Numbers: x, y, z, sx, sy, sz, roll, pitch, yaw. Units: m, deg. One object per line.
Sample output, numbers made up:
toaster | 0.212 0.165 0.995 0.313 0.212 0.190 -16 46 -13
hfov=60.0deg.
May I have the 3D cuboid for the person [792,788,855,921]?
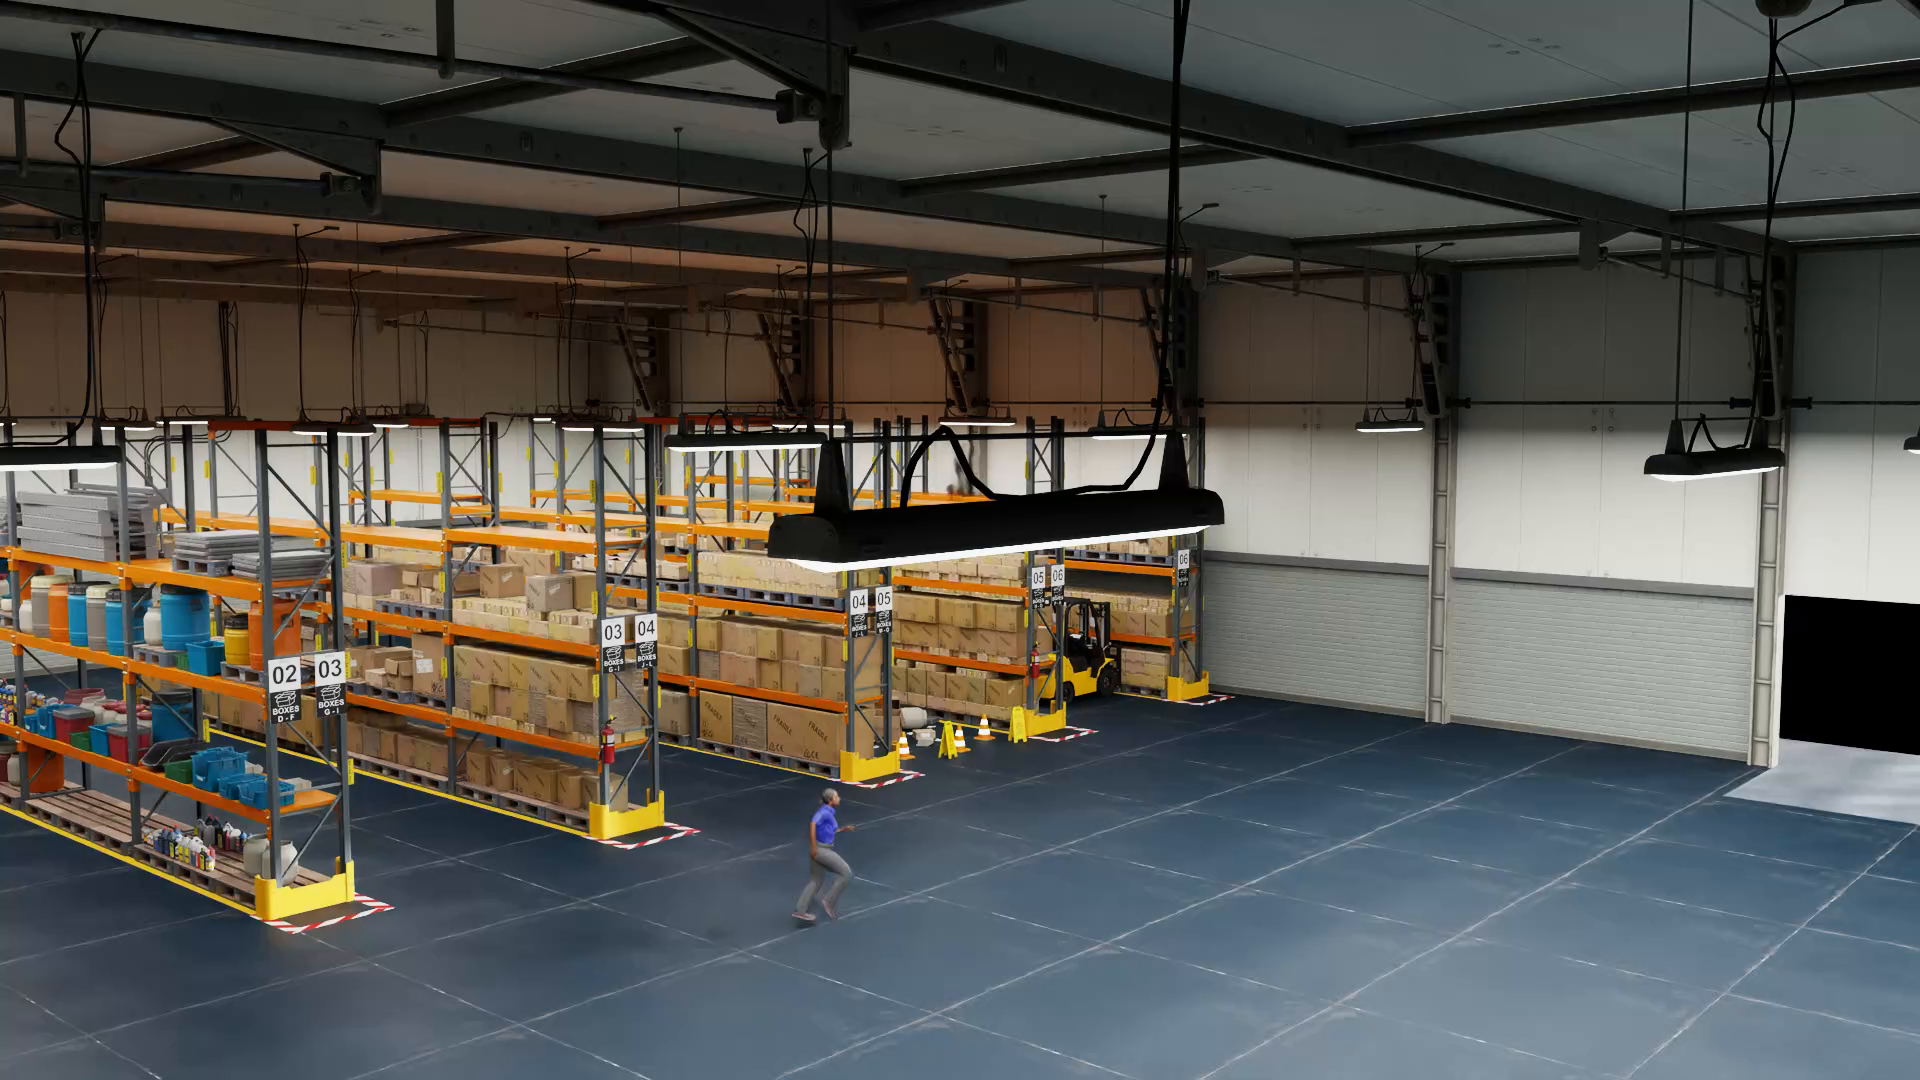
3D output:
person | -1.650 3.868 20.188 0.793 1.552 0.593 -1 5 -15
